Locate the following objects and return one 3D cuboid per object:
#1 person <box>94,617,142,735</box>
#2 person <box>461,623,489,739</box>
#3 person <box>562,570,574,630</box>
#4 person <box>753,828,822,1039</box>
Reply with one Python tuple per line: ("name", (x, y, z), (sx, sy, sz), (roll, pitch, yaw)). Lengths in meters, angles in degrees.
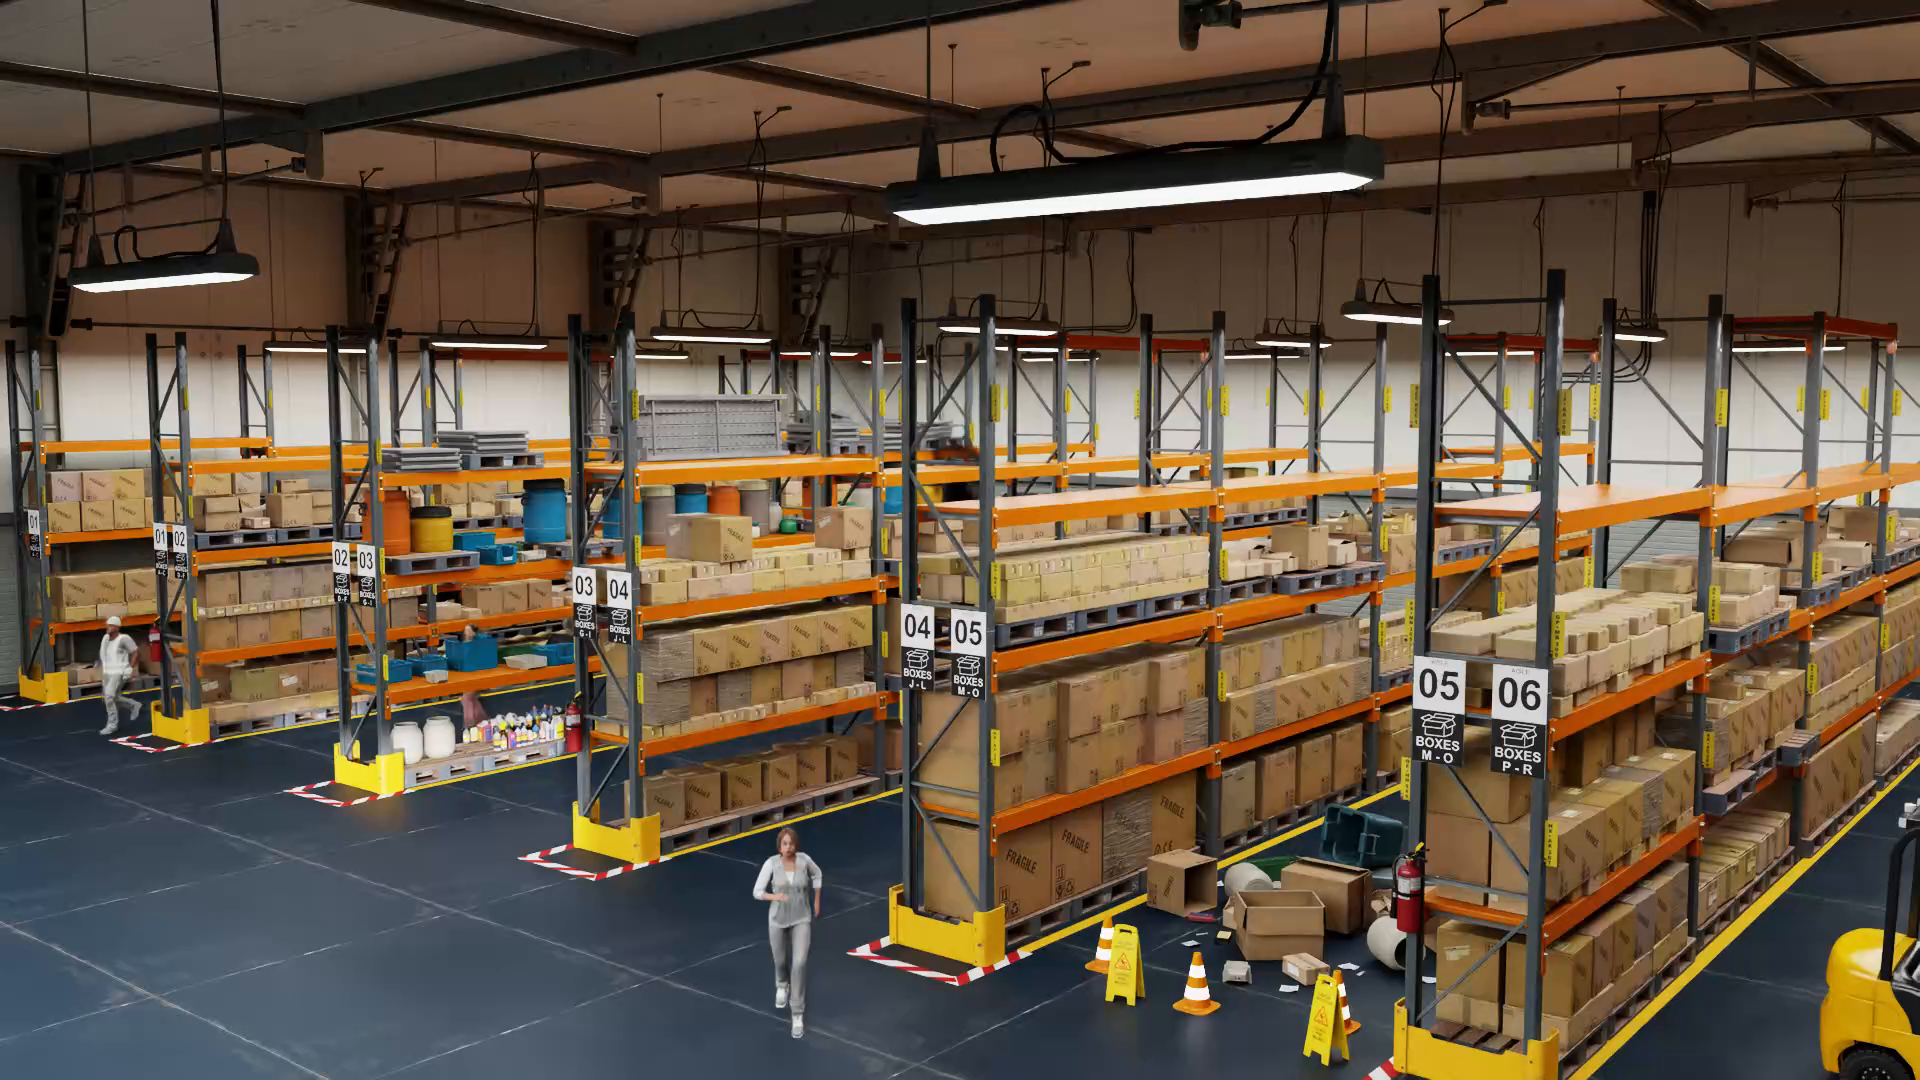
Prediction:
("person", (-12.781, 2.032, 25.257), (0.719, 1.764, 0.746), (3, 6, 30))
("person", (-7.309, 2.089, 24.900), (0.557, 1.714, 0.691), (3, 6, 28))
("person", (-7.525, 1.387, 32.475), (0.812, 1.705, 0.608), (-5, 7, -44))
("person", (-1.394, 3.135, 13.550), (0.557, 1.631, 0.762), (-1, 5, -8))
